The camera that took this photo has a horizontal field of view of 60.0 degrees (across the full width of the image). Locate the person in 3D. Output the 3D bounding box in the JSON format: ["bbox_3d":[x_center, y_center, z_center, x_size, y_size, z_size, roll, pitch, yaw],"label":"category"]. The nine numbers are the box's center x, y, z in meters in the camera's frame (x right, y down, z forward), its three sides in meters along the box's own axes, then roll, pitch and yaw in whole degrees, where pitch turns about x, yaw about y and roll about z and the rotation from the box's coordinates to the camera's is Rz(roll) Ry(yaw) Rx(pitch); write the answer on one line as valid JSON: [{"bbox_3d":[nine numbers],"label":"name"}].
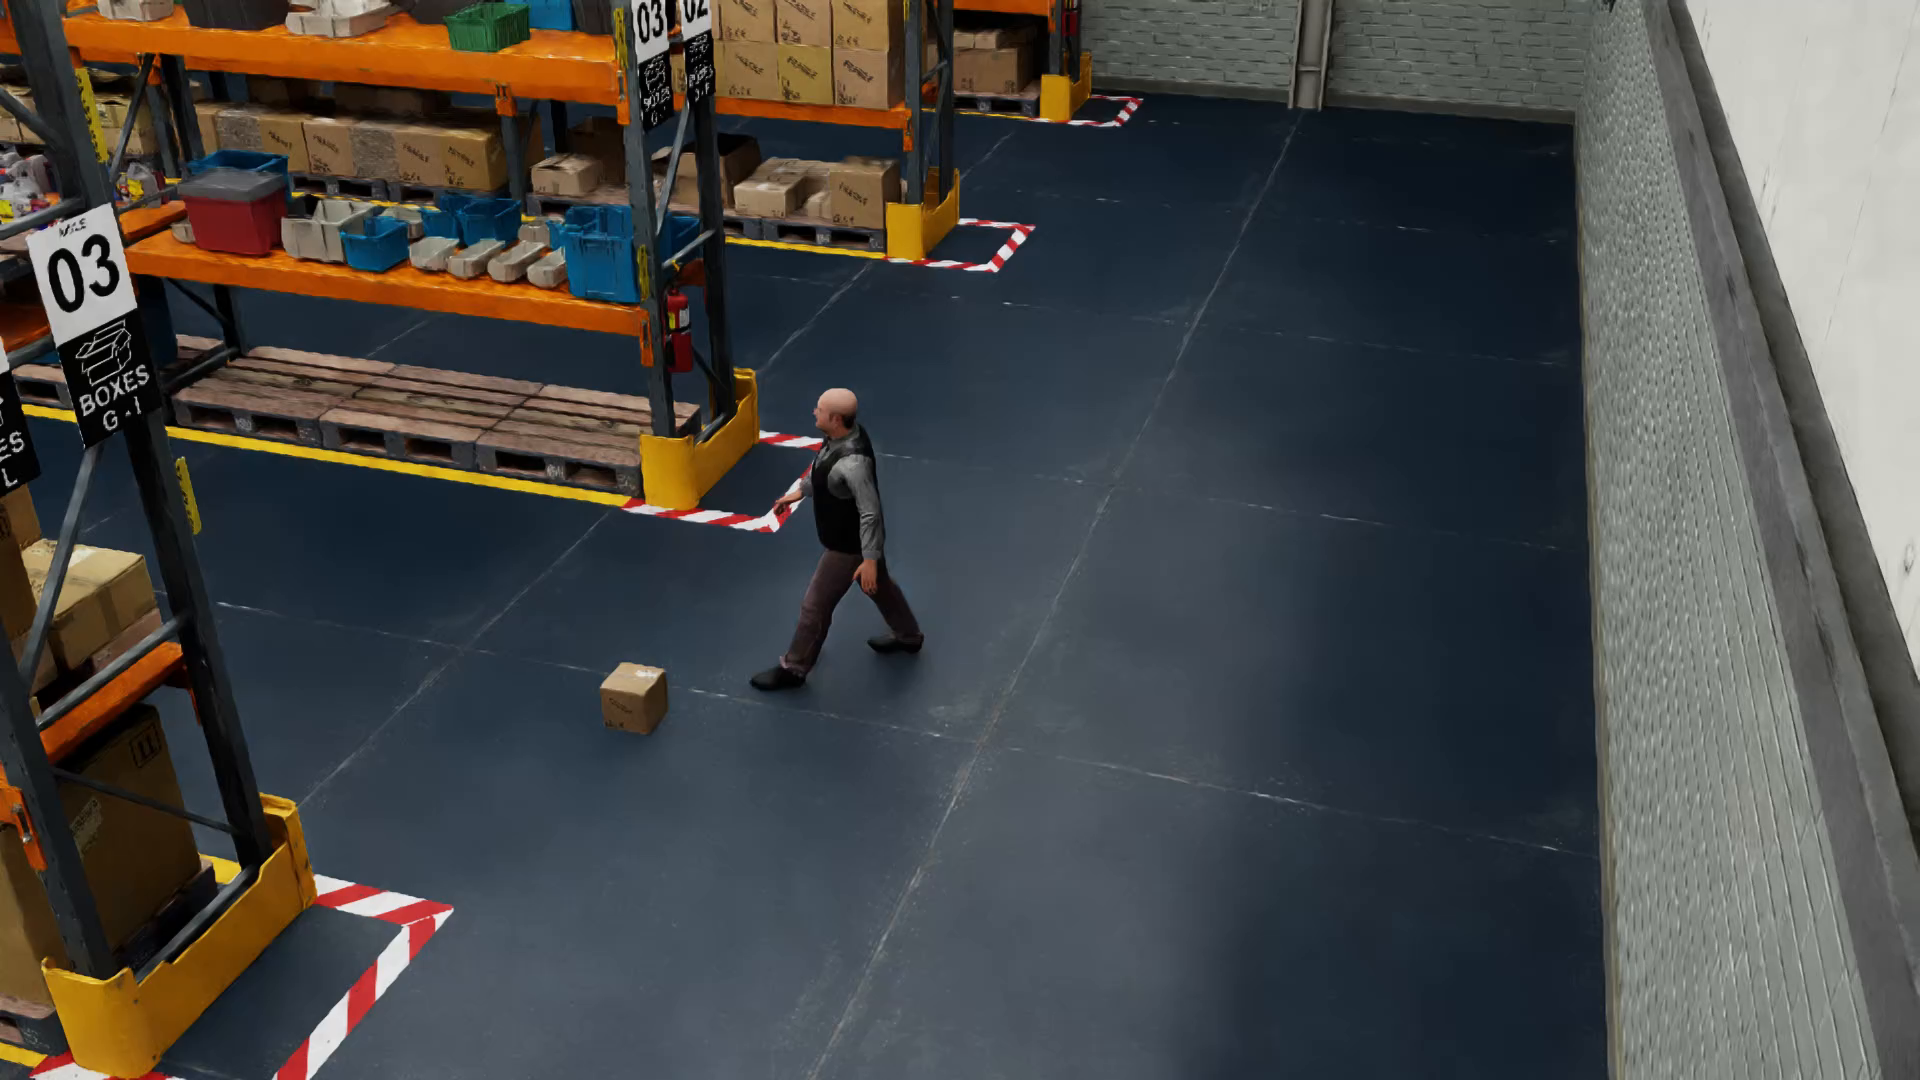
[{"bbox_3d":[-0.648,-0.004,8.549,0.958,1.684,0.713,-4,29,-7],"label":"person"}]
